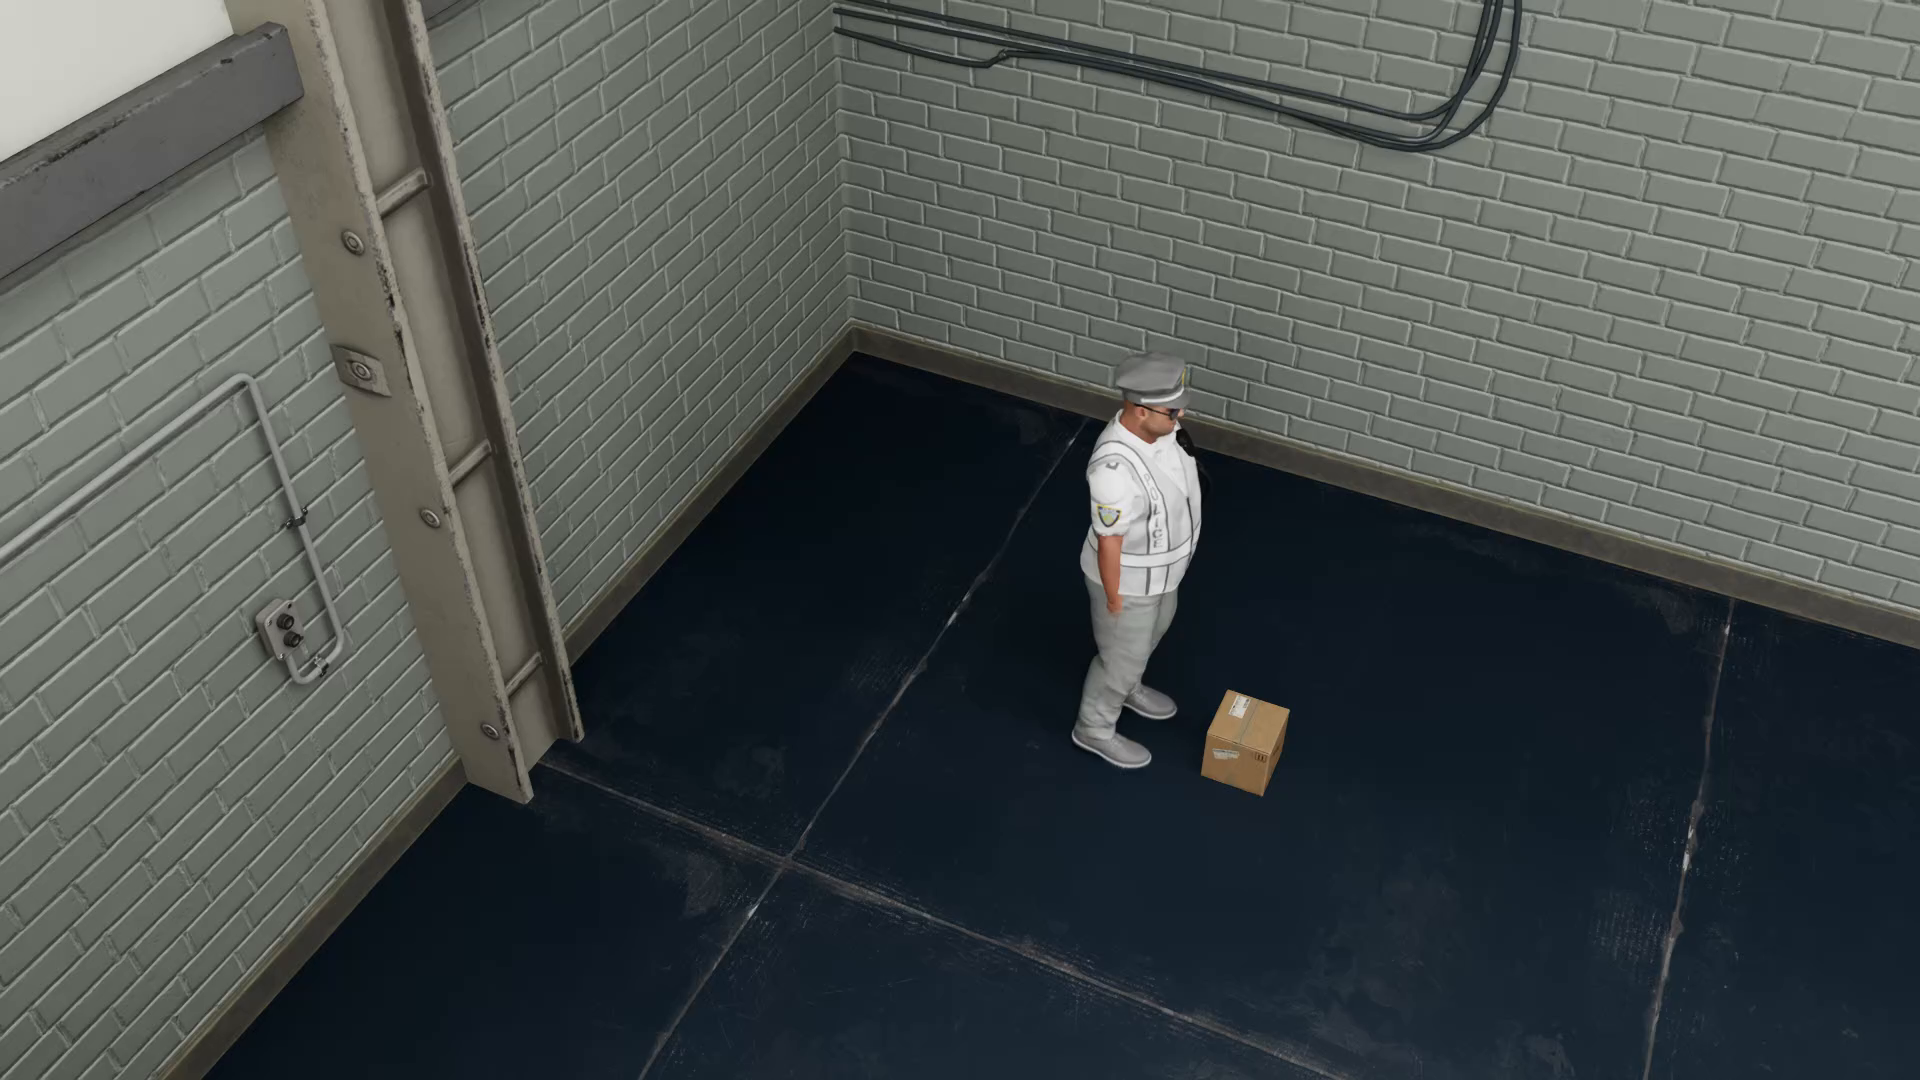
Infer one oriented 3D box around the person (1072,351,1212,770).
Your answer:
[{"bbox_3d":[0.660,0.078,6.074,0.393,1.752,0.528,18,45,19],"label":"person"}]
